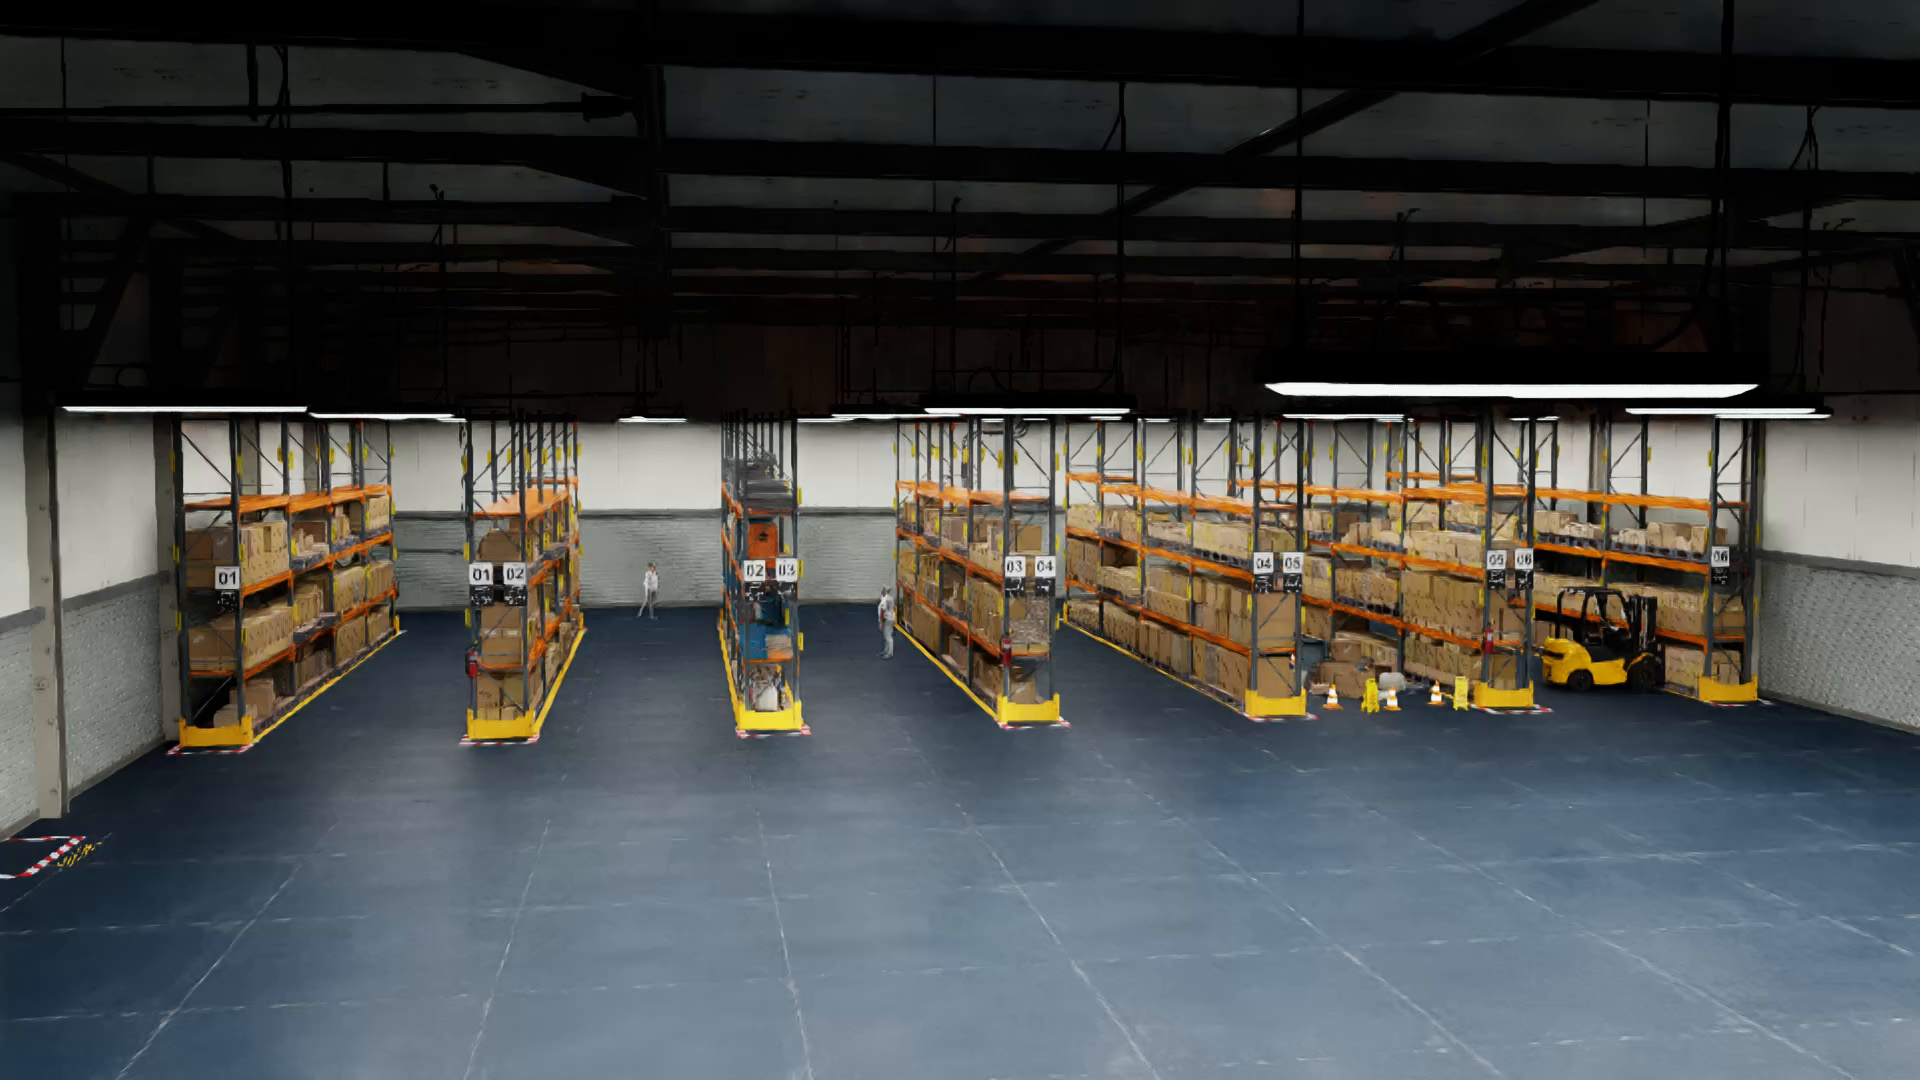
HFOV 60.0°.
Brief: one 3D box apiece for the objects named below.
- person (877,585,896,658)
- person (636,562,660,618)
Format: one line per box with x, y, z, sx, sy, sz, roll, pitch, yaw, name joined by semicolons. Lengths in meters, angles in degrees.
-1.828;1.990;40.800;0.571;1.747;0.655;2;4;21;person
-9.197;1.482;48.983;0.501;1.663;0.663;3;5;38;person
